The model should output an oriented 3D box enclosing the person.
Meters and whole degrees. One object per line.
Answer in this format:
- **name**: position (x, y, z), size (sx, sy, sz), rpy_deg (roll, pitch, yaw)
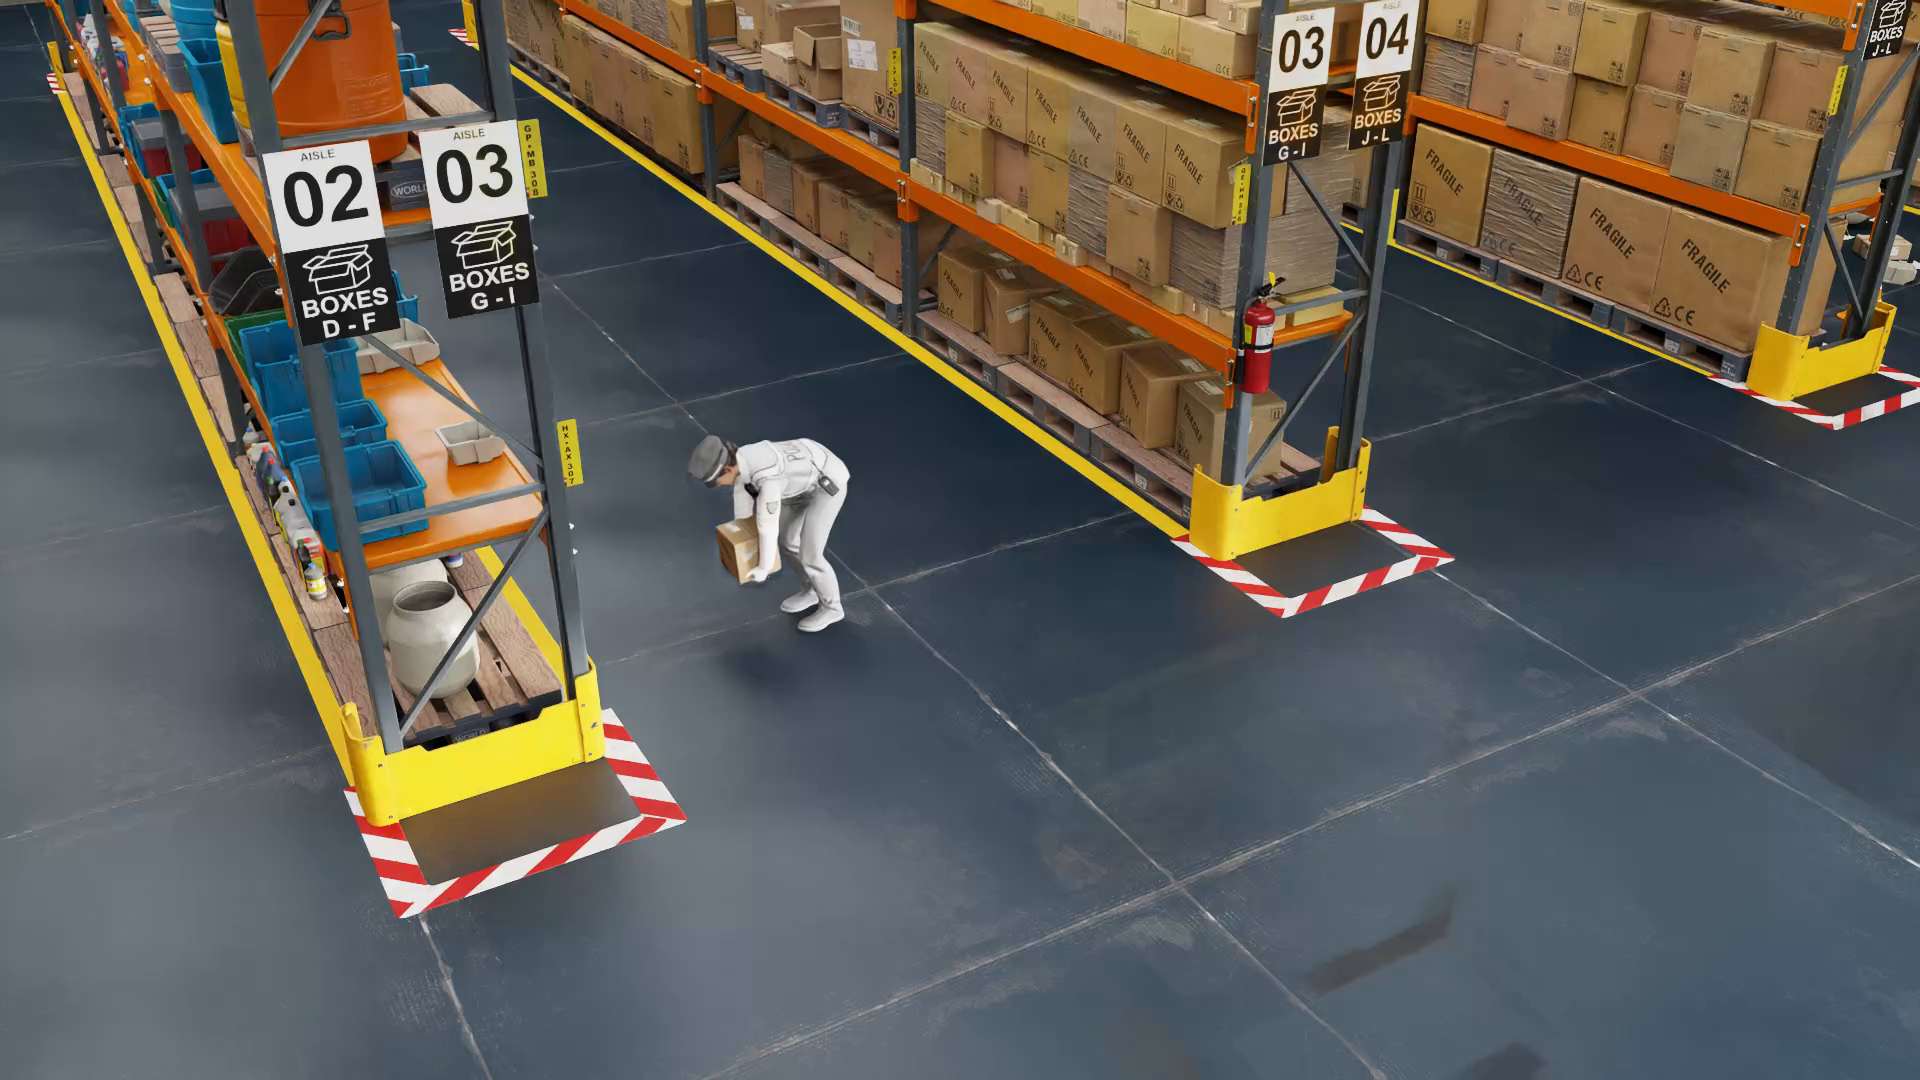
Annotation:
- **person**: position (-1.032, -0.055, 9.084), size (0.898, 1.251, 0.400), rpy_deg (-17, 33, -28)
